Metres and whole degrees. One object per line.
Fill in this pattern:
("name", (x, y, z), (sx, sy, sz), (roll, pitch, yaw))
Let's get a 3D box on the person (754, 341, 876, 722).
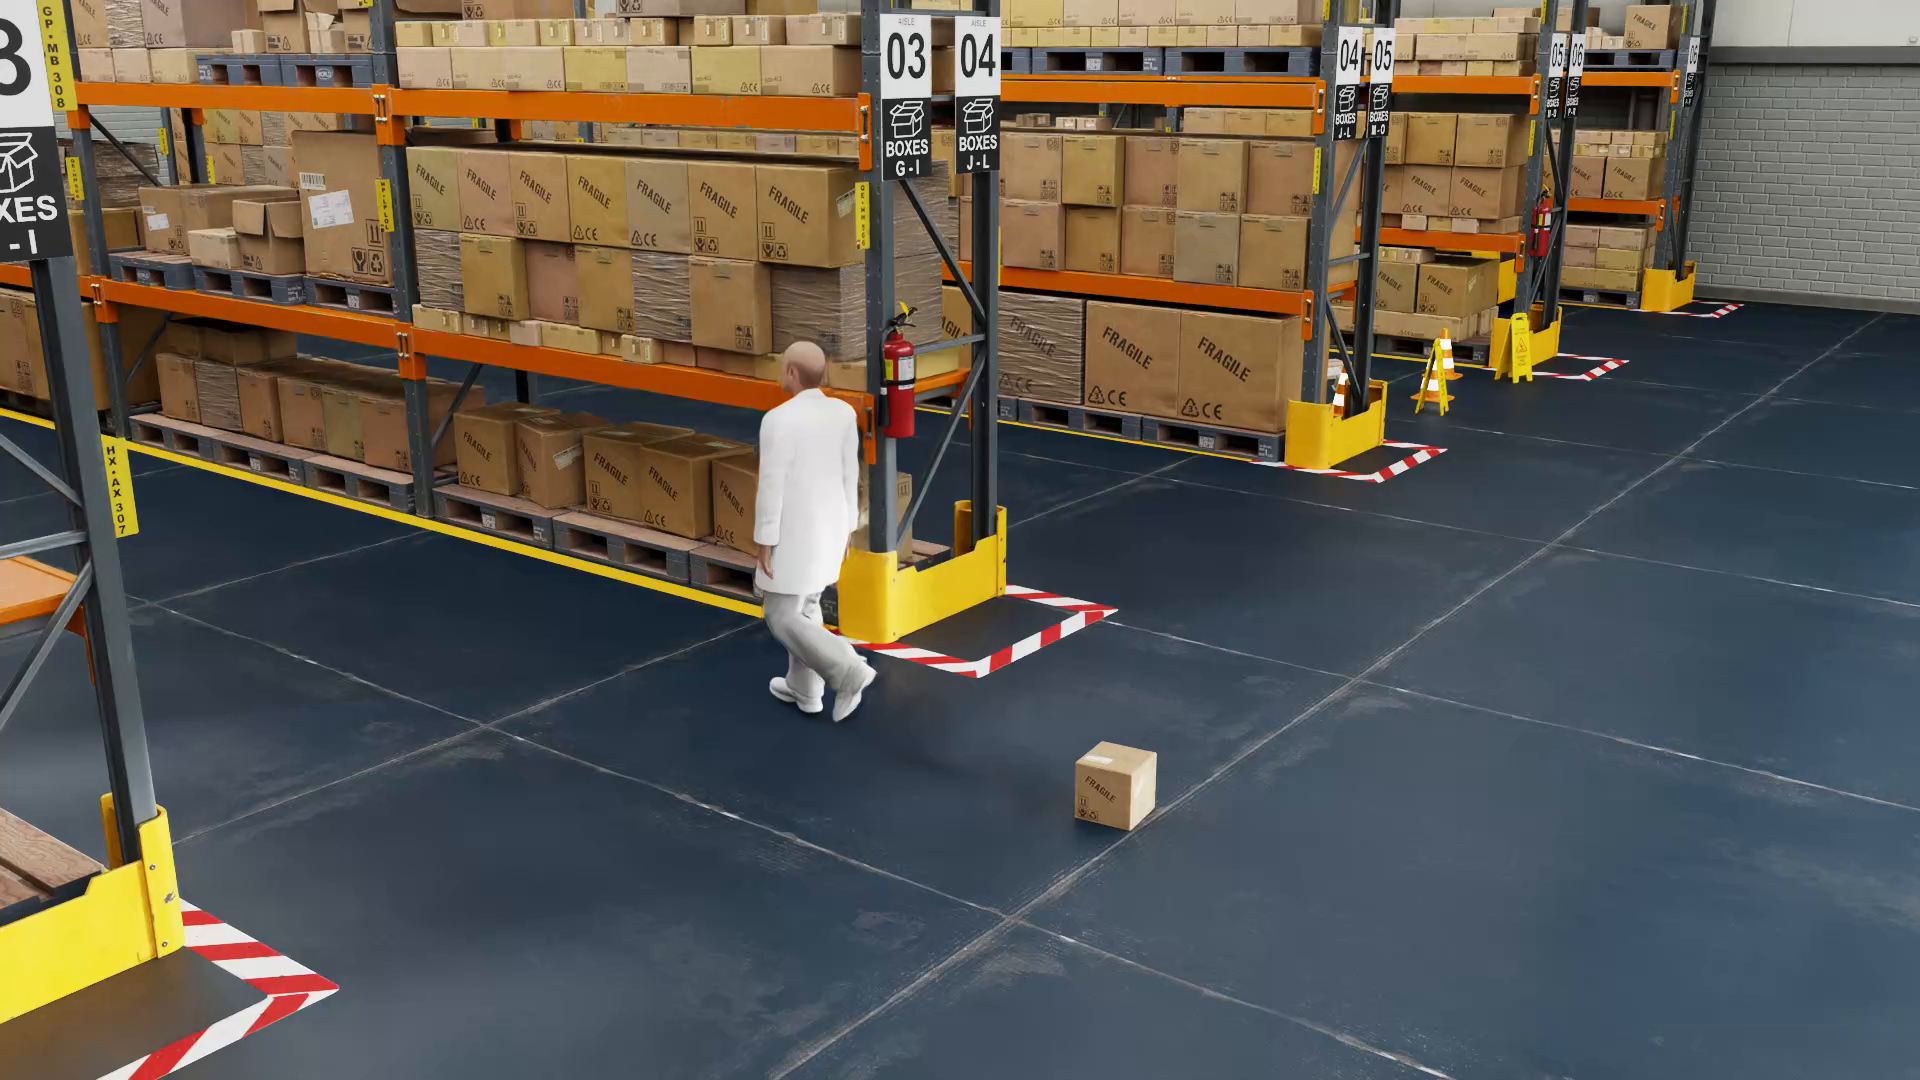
("person", (-0.660, -0.015, 7.545), (0.812, 1.756, 0.594), (13, 21, 38))
